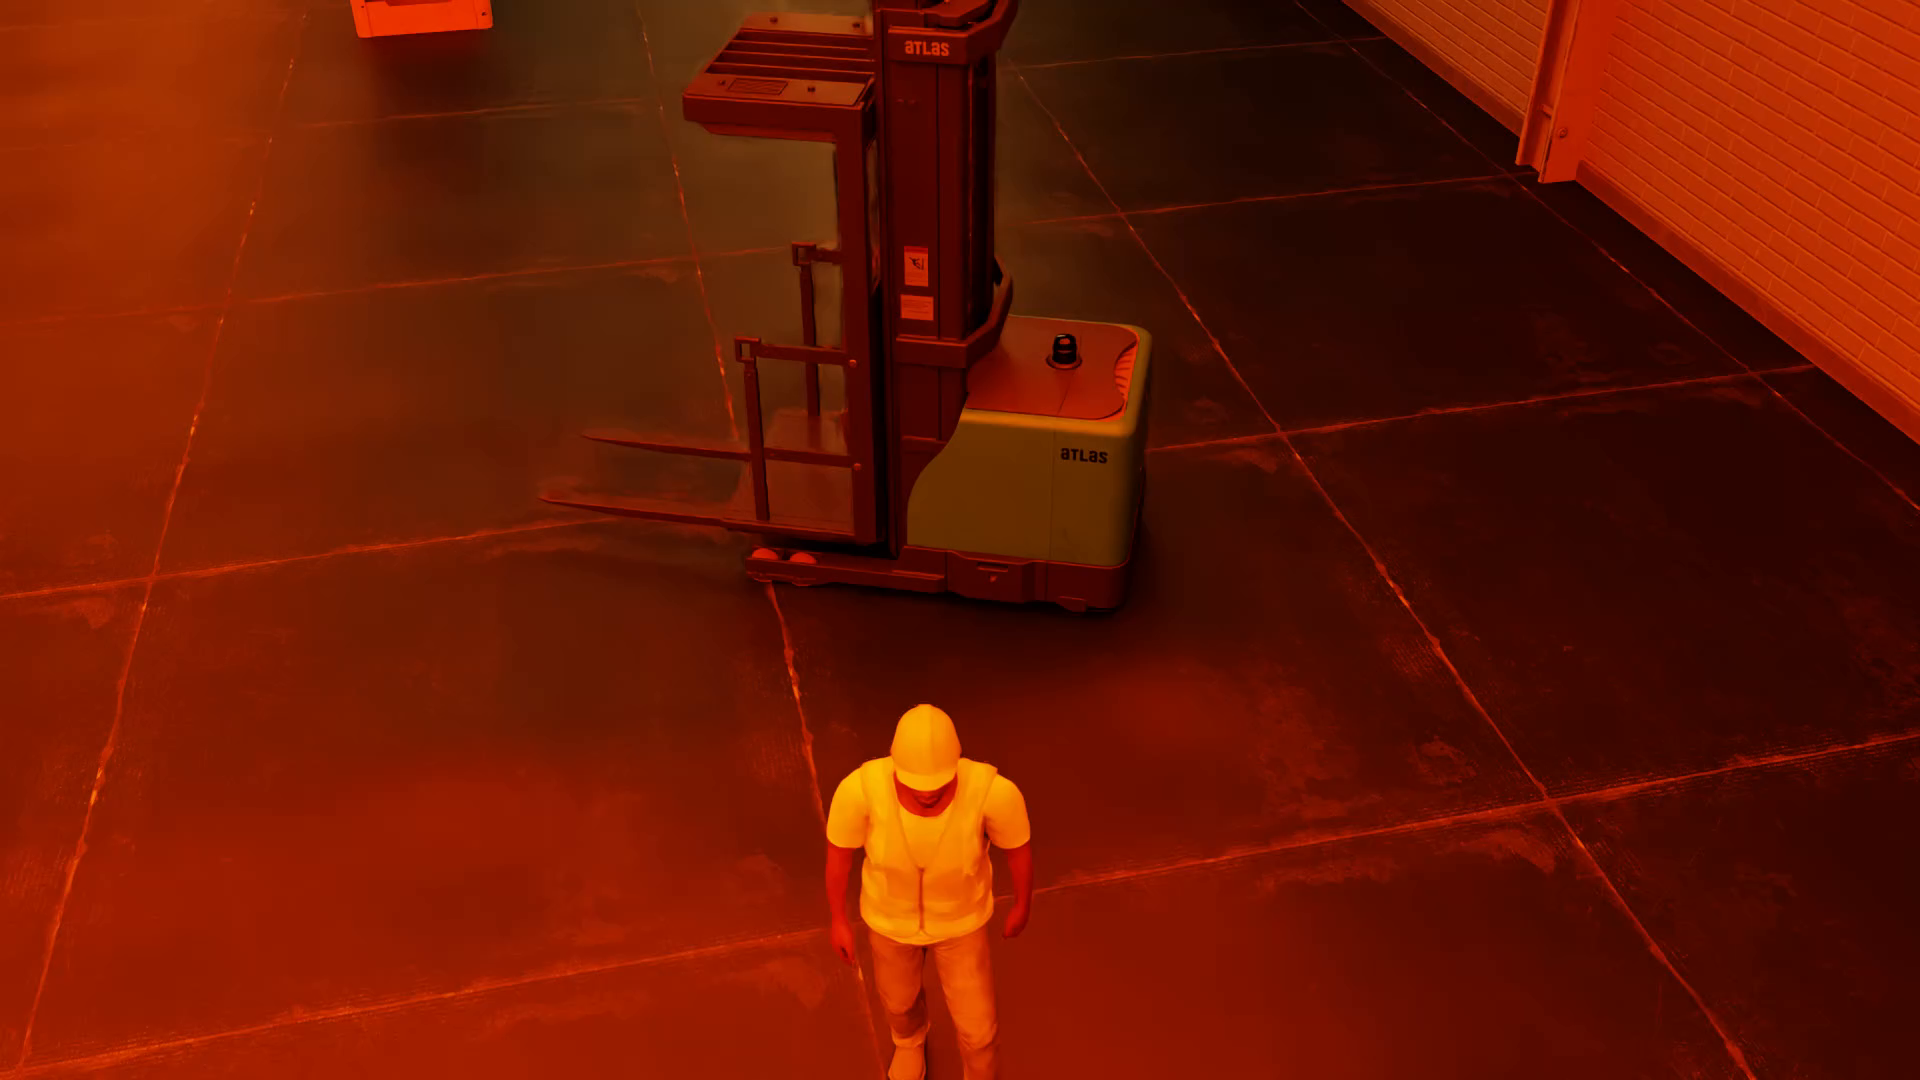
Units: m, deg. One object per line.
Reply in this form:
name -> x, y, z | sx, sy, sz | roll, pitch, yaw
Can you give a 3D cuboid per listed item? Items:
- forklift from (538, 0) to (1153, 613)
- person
forklift -> -0.607, -1.255, 7.794 | 3.031, 2.935, 1.130 | 6, 36, 8
person -> -0.103, 1.257, 5.371 | 0.667, 1.802, 0.565 | 2, 36, 3
